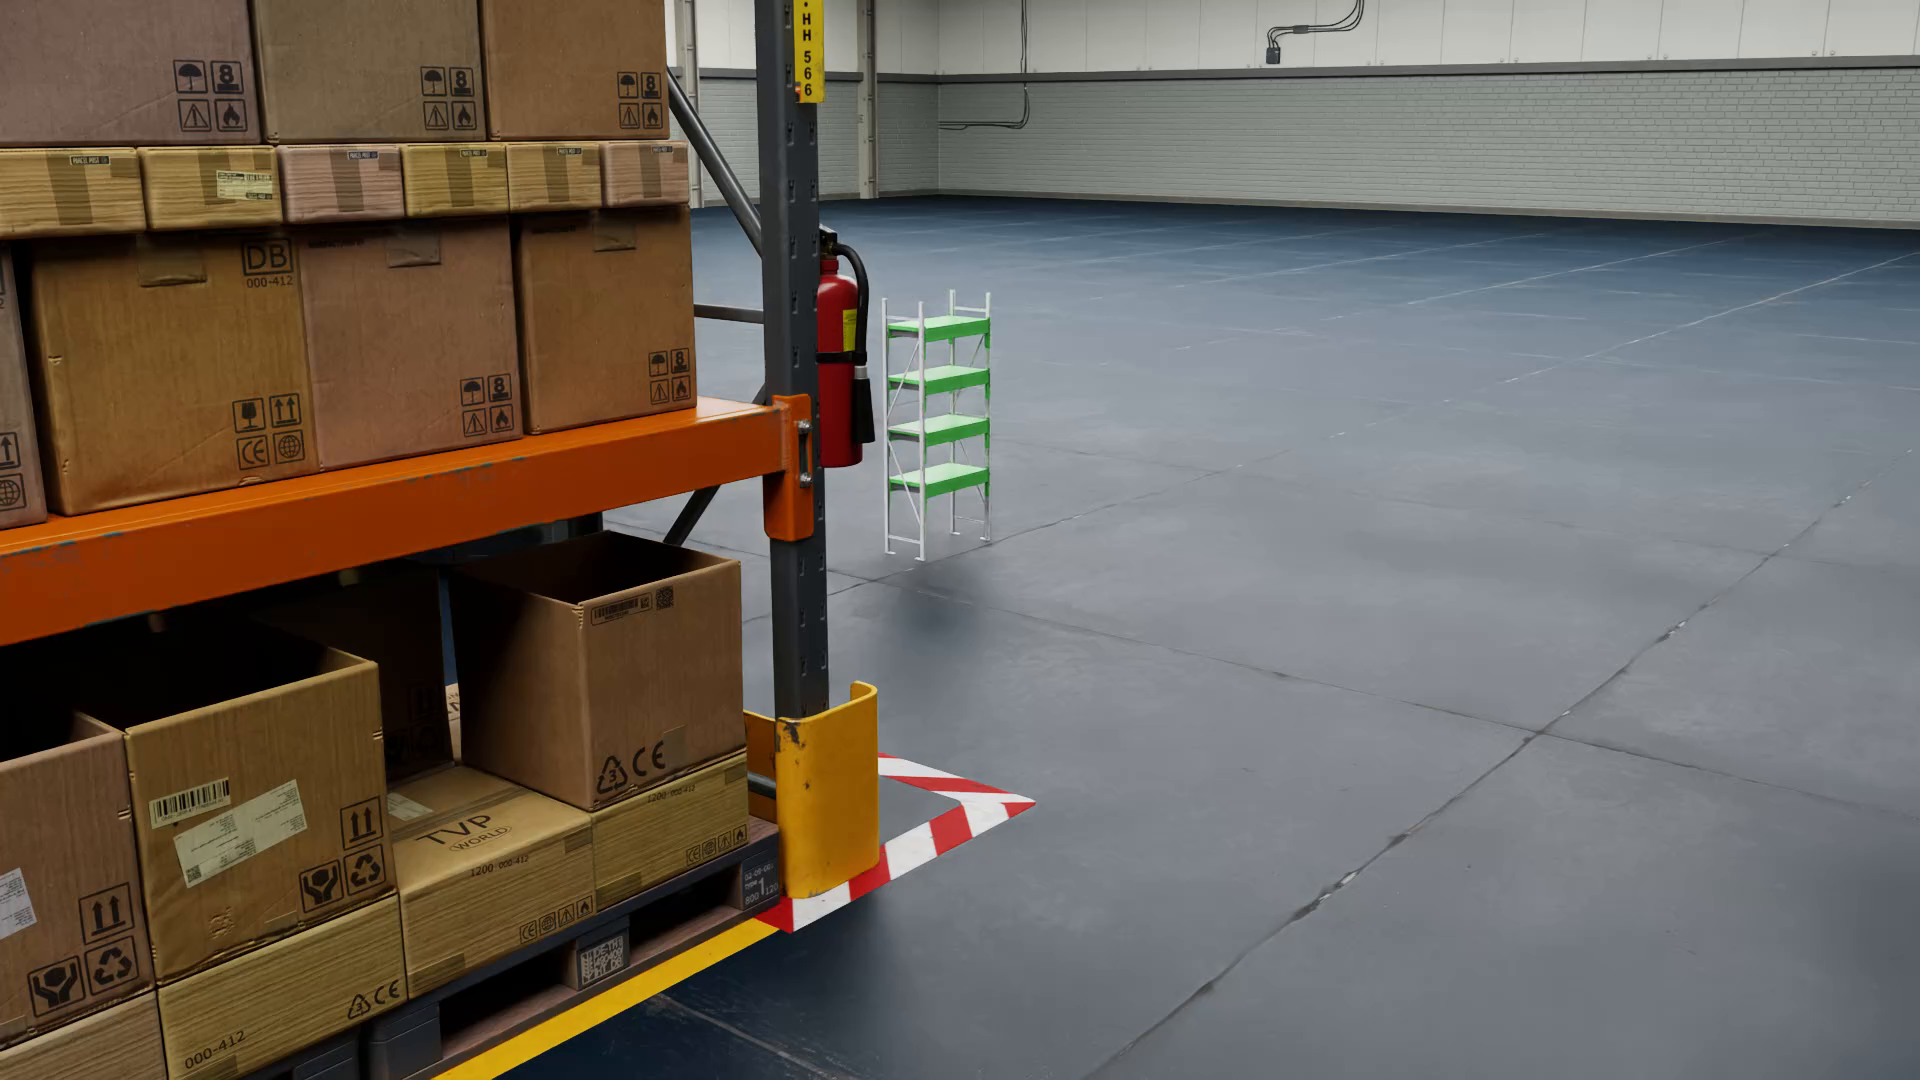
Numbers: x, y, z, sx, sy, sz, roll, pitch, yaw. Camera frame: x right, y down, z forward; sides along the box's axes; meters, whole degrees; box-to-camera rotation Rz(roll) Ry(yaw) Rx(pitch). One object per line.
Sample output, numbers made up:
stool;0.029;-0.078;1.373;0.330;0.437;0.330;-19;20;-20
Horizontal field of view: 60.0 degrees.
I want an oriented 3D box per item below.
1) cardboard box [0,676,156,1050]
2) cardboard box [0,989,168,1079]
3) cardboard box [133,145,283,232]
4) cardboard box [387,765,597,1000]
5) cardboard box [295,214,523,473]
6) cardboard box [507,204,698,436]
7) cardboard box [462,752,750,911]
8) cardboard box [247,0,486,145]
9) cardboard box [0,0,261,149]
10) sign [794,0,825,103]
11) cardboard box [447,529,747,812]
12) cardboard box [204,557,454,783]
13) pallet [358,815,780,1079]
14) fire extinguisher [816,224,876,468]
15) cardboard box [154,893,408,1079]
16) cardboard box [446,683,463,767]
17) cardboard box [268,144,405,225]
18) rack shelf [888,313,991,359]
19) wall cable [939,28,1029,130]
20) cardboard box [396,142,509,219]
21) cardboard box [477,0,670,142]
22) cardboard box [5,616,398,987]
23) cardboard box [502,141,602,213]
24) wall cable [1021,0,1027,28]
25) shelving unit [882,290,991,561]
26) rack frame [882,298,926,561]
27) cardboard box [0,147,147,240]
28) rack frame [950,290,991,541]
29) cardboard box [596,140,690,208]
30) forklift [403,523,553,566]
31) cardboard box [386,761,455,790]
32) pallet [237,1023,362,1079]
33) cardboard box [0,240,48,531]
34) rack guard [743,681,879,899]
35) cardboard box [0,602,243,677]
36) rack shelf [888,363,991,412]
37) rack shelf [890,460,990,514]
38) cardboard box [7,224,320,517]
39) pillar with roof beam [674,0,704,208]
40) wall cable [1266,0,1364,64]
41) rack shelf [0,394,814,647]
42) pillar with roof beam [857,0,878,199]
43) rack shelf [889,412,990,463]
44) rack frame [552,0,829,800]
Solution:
cardboard box;-1.813;0.586;2.933;0.500;0.500;0.500;11;18;38
cardboard box;-1.816;0.949;3.028;0.500;0.250;0.500;11;18;38
cardboard box;-1.515;-0.681;3.189;0.380;0.149;0.250;12;19;39
cardboard box;-1.187;0.757;3.781;0.500;0.250;0.500;11;18;38
cardboard box;-1.405;-0.478;3.708;0.700;0.500;0.500;12;18;39
cardboard box;-1.078;-0.579;4.107;0.700;0.500;0.500;11;18;38
cardboard box;-0.882;0.660;4.166;0.500;0.250;0.500;11;18;38
cardboard box;-1.438;-1.096;3.507;0.700;0.500;0.500;11;18;36
cardboard box;-1.754;-0.999;3.127;0.700;0.500;0.500;11;18;38
sign;-0.362;-1.207;3.950;0.100;0.325;0.005;11;18;38
cardboard box;-0.880;0.297;4.072;0.500;0.500;0.500;11;18;38
cardboard box;-1.598;0.312;4.011;0.500;0.500;0.500;11;18;38
pallet;-1.223;0.886;4.204;1.003;0.211;1.213;11;18;38
fire extinguisher;-0.339;-0.531;4.279;0.296;0.674;0.183;11;18;38
cardboard box;-1.500;0.853;3.403;0.500;0.250;0.500;11;18;38
cardboard box;-1.285;0.579;4.481;0.500;0.250;0.500;11;18;38
cardboard box;-1.351;-0.731;3.387;0.380;0.149;0.250;12;18;38
rack shelf;-0.104;-0.953;7.748;0.258;0.148;0.480;11;18;38
wall cable;0.548;-11.966;43.257;3.097;2.526;0.112;11;18;38
cardboard box;-1.191;-0.779;3.576;0.380;0.149;0.250;11;18;37
cardboard box;-1.111;-1.198;3.907;0.700;0.500;0.500;11;18;38
cardboard box;-1.498;0.490;3.309;0.500;0.500;0.500;11;18;38
cardboard box;-1.030;-0.828;3.769;0.380;0.149;0.250;12;18;39
wall cable;2.652;-13.995;40.987;3.097;2.526;0.112;11;18;38
shelving unit;-0.104;-0.550;7.850;0.258;1.200;0.503;11;18;38
rack frame;-0.257;-0.503;7.666;0.240;1.200;0.015;11;18;38
cardboard box;-1.679;-0.630;2.990;0.380;0.149;0.250;12;18;39
rack frame;0.049;-0.597;8.034;0.240;1.200;0.015;11;18;38
cardboard box;-0.867;-0.878;3.967;0.380;0.149;0.250;11;18;37
forklift;-3.412;-1.356;7.507;3.031;2.935;1.130;-1;14;-3
cardboard box;-1.596;0.676;4.102;0.500;0.250;0.500;11;18;38
pallet;-1.990;1.119;3.289;1.003;0.211;1.213;11;18;38
cardboard box;-2.049;-0.282;2.938;0.700;0.500;0.500;12;19;39
rack guard;-0.760;0.589;4.789;1.175;0.500;0.348;11;18;38
cardboard box;-1.902;0.410;3.626;0.500;0.500;0.500;11;18;38
rack shelf;-0.104;-0.721;7.807;0.258;0.148;0.480;11;18;38
rack shelf;-0.104;-0.255;7.925;0.258;0.148;0.480;11;18;38
cardboard box;-1.721;-0.383;3.337;0.700;0.500;0.500;11;18;38
pillar with roof beam;-2.755;-11.296;34.314;9.100;9.000;0.400;11;18;38
wall cable;7.922;-13.647;36.661;2.305;6.003;0.169;11;18;38
rack shelf;-2.032;0.114;3.044;1.077;0.370;4.000;11;18;38
pillar with roof beam;1.016;-12.445;38.837;9.100;9.000;0.400;11;18;38
rack shelf;-0.104;-0.488;7.866;0.258;0.148;0.480;11;18;38
rack frame;-0.775;-0.618;4.463;1.000;3.000;0.127;11;18;38
